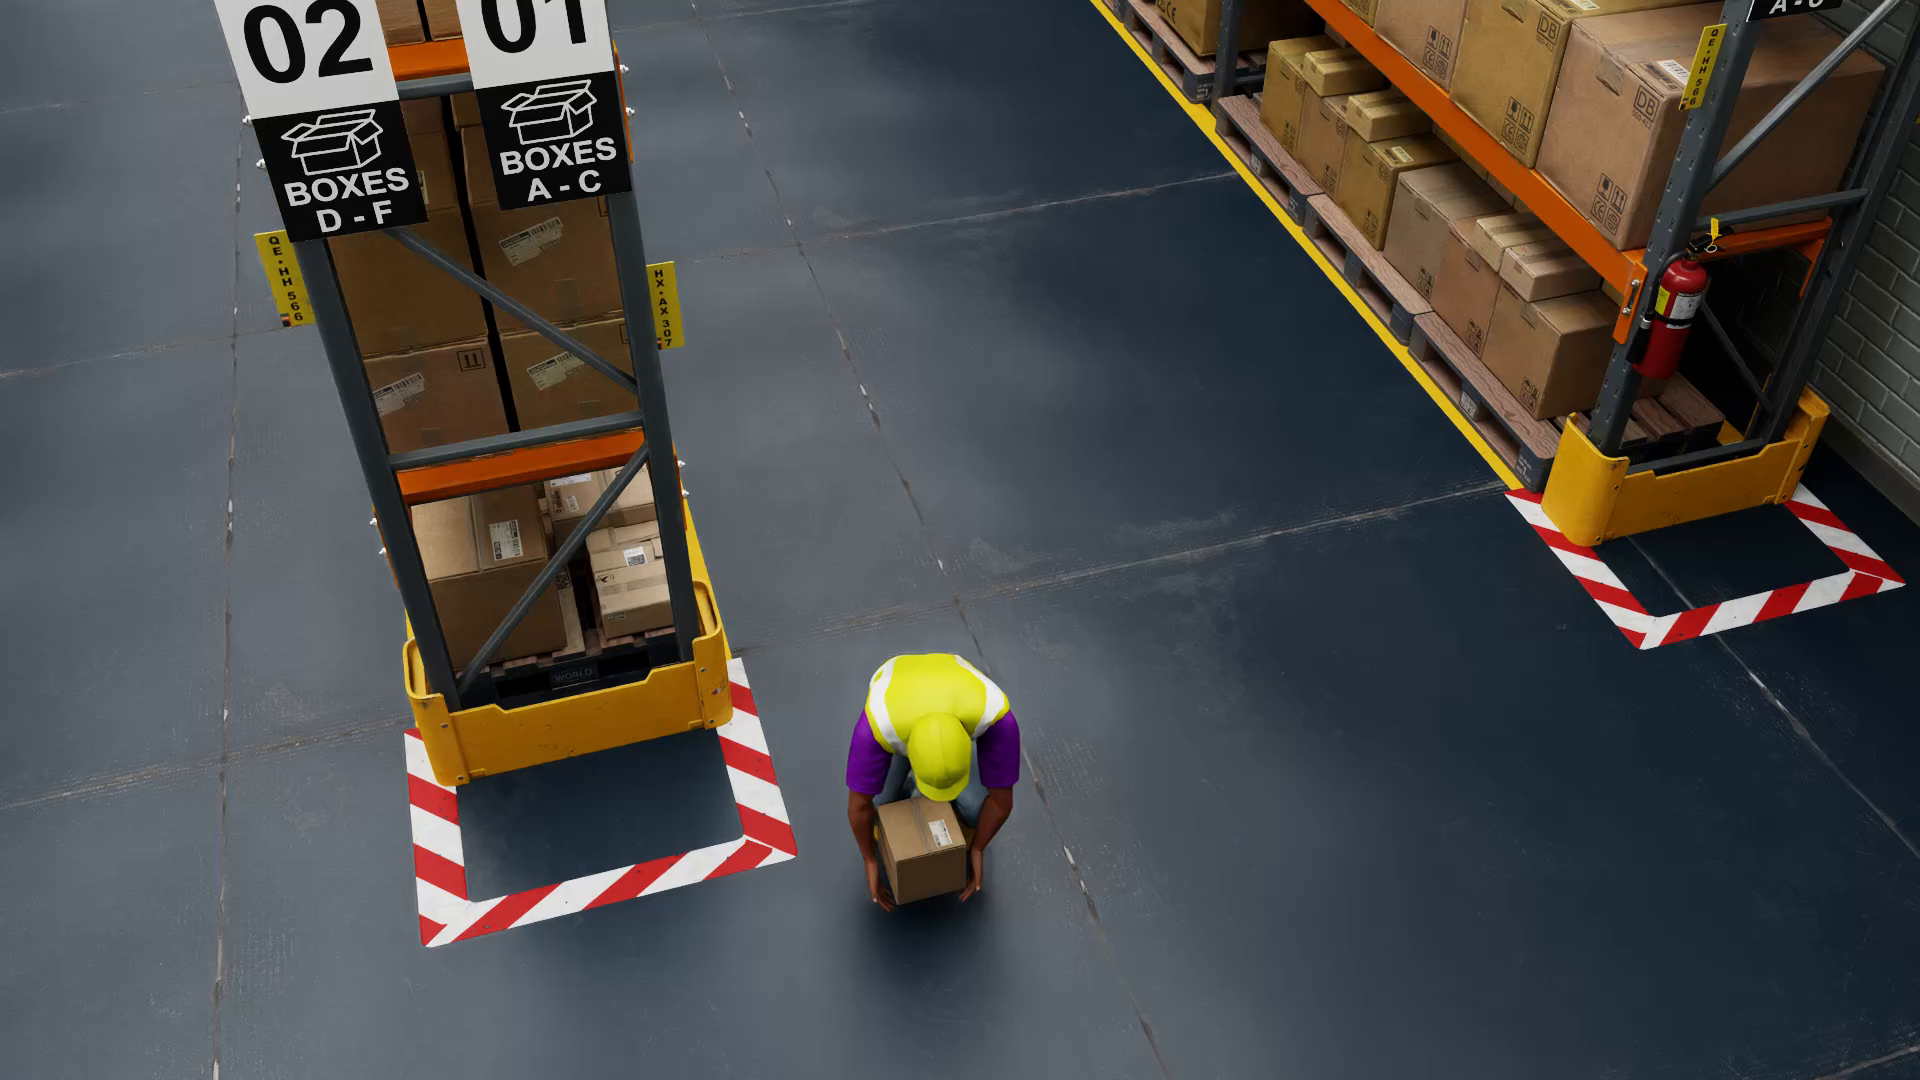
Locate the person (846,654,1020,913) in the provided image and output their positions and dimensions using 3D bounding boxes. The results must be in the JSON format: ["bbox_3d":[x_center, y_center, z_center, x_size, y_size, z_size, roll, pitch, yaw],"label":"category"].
[{"bbox_3d":[-0.085,0.763,5.864,0.594,1.012,0.875,2,42,2],"label":"person"}]
